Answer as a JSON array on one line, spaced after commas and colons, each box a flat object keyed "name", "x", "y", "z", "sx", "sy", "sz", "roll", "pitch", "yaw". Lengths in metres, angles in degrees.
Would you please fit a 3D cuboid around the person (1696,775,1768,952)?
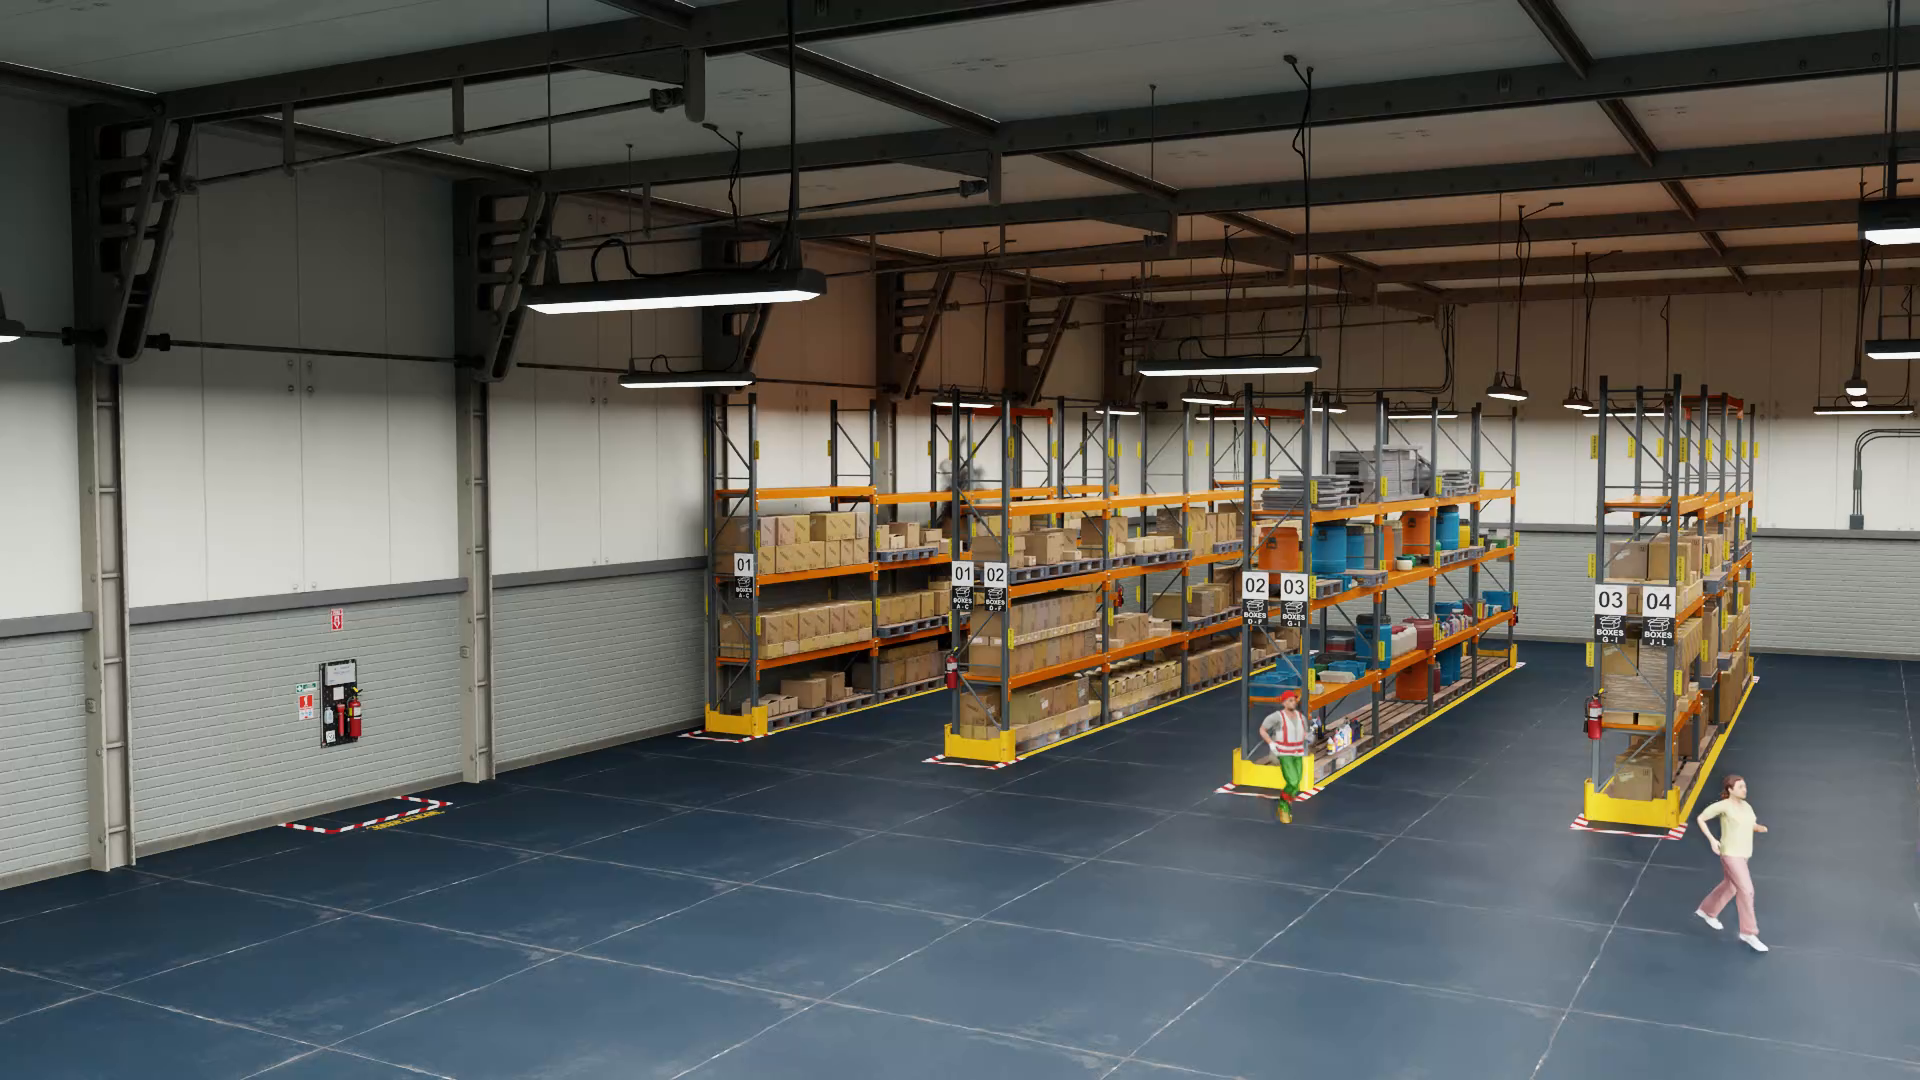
[{"name": "person", "x": 7.881, "y": 3.233, "z": 16.932, "sx": 0.560, "sy": 1.701, "sz": 0.875, "roll": -2, "pitch": 4, "yaw": -31}]

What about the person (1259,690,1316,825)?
[{"name": "person", "x": 4.433, "y": 2.913, "z": 22.243, "sx": 0.638, "sy": 1.793, "sz": 0.656, "roll": -2, "pitch": 3, "yaw": -27}]
